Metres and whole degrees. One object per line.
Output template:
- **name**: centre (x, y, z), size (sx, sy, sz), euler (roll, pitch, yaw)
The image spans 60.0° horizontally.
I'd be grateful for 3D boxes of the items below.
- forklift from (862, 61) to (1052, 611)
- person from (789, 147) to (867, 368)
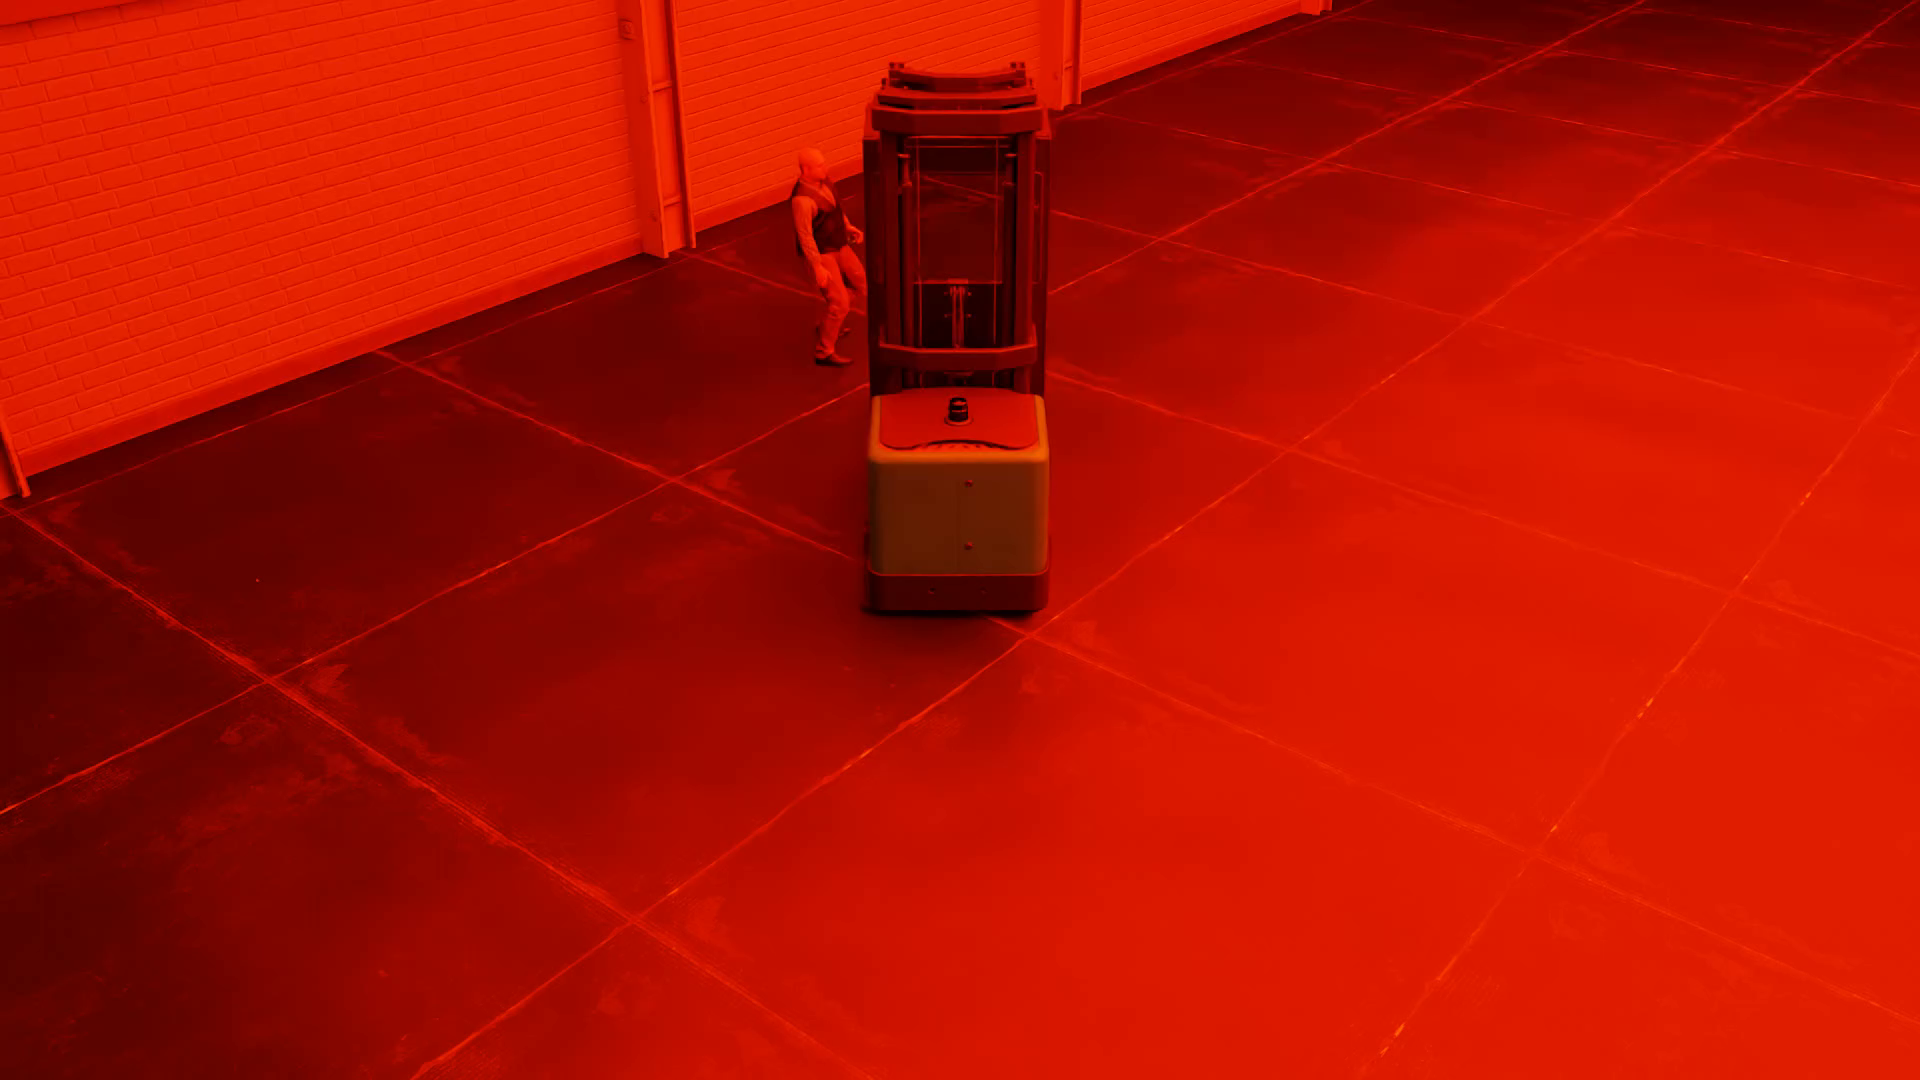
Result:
- **forklift**: centre (-0.019, -1.558, 10.261), size (1.130, 2.935, 3.031), euler (0, 30, 0)
- **person**: centre (-1.006, -2.175, 12.621), size (0.529, 1.626, 0.805), euler (10, 32, 16)
